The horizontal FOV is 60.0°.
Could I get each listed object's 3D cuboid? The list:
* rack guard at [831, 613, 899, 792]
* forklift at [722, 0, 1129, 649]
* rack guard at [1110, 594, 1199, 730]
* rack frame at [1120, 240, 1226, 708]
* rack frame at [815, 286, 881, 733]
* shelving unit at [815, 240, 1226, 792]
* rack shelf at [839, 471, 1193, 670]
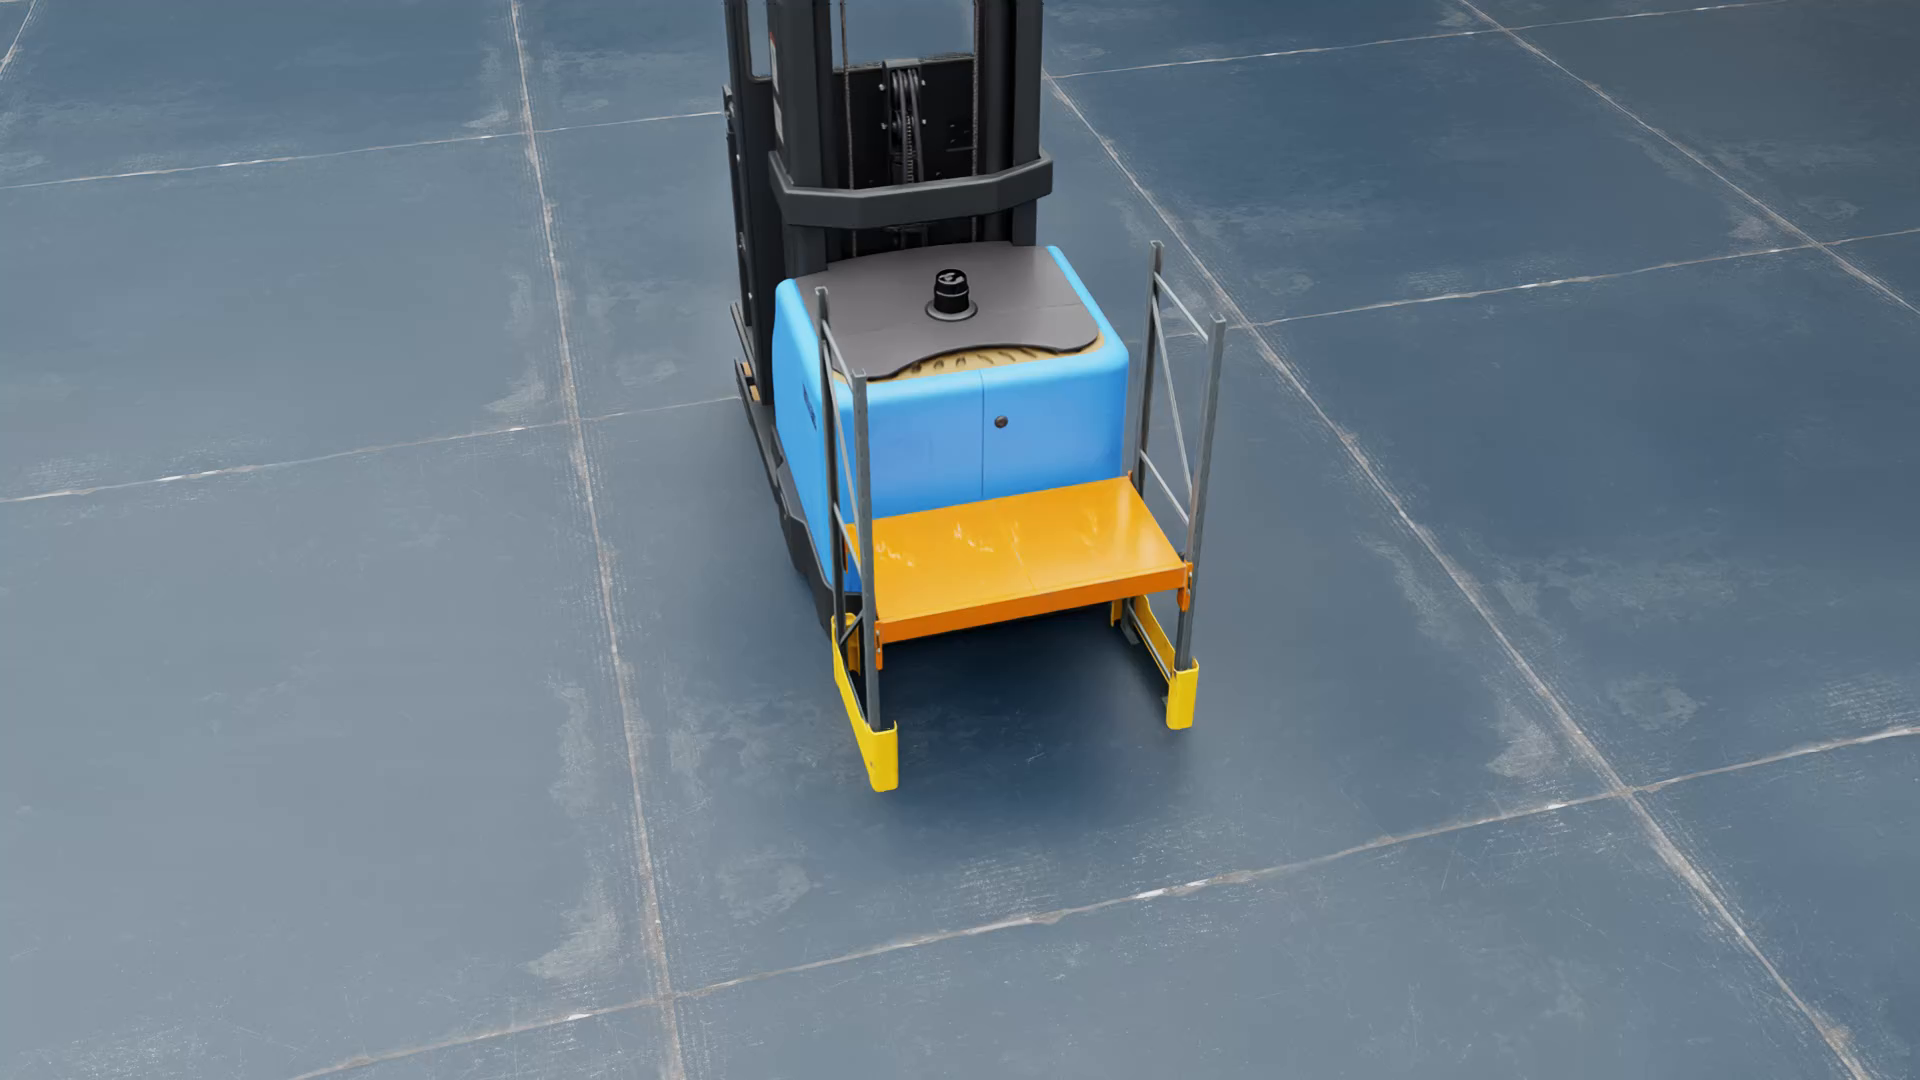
[{"bbox_3d":[-0.309,0.516,5.369,0.087,0.250,0.587,-10,39,-13],"label":"rack guard"},{"bbox_3d":[-0.319,-1.691,6.049,1.130,2.935,3.031,-9,38,-12],"label":"forklift"},{"bbox_3d":[0.647,0.348,5.590,0.087,0.250,0.587,-10,39,-13],"label":"rack guard"},{"bbox_3d":[0.648,-0.149,5.210,0.032,1.500,0.500,-10,39,-13],"label":"rack frame"},{"bbox_3d":[-0.328,0.023,4.985,0.032,1.500,0.500,-10,39,-13],"label":"rack frame"},{"bbox_3d":[0.169,-0.064,5.100,1.083,1.500,0.587,-10,39,-13],"label":"shelving unit"},{"bbox_3d":[0.160,0.080,5.207,1.000,0.185,0.538,-10,39,-13],"label":"rack shelf"}]
